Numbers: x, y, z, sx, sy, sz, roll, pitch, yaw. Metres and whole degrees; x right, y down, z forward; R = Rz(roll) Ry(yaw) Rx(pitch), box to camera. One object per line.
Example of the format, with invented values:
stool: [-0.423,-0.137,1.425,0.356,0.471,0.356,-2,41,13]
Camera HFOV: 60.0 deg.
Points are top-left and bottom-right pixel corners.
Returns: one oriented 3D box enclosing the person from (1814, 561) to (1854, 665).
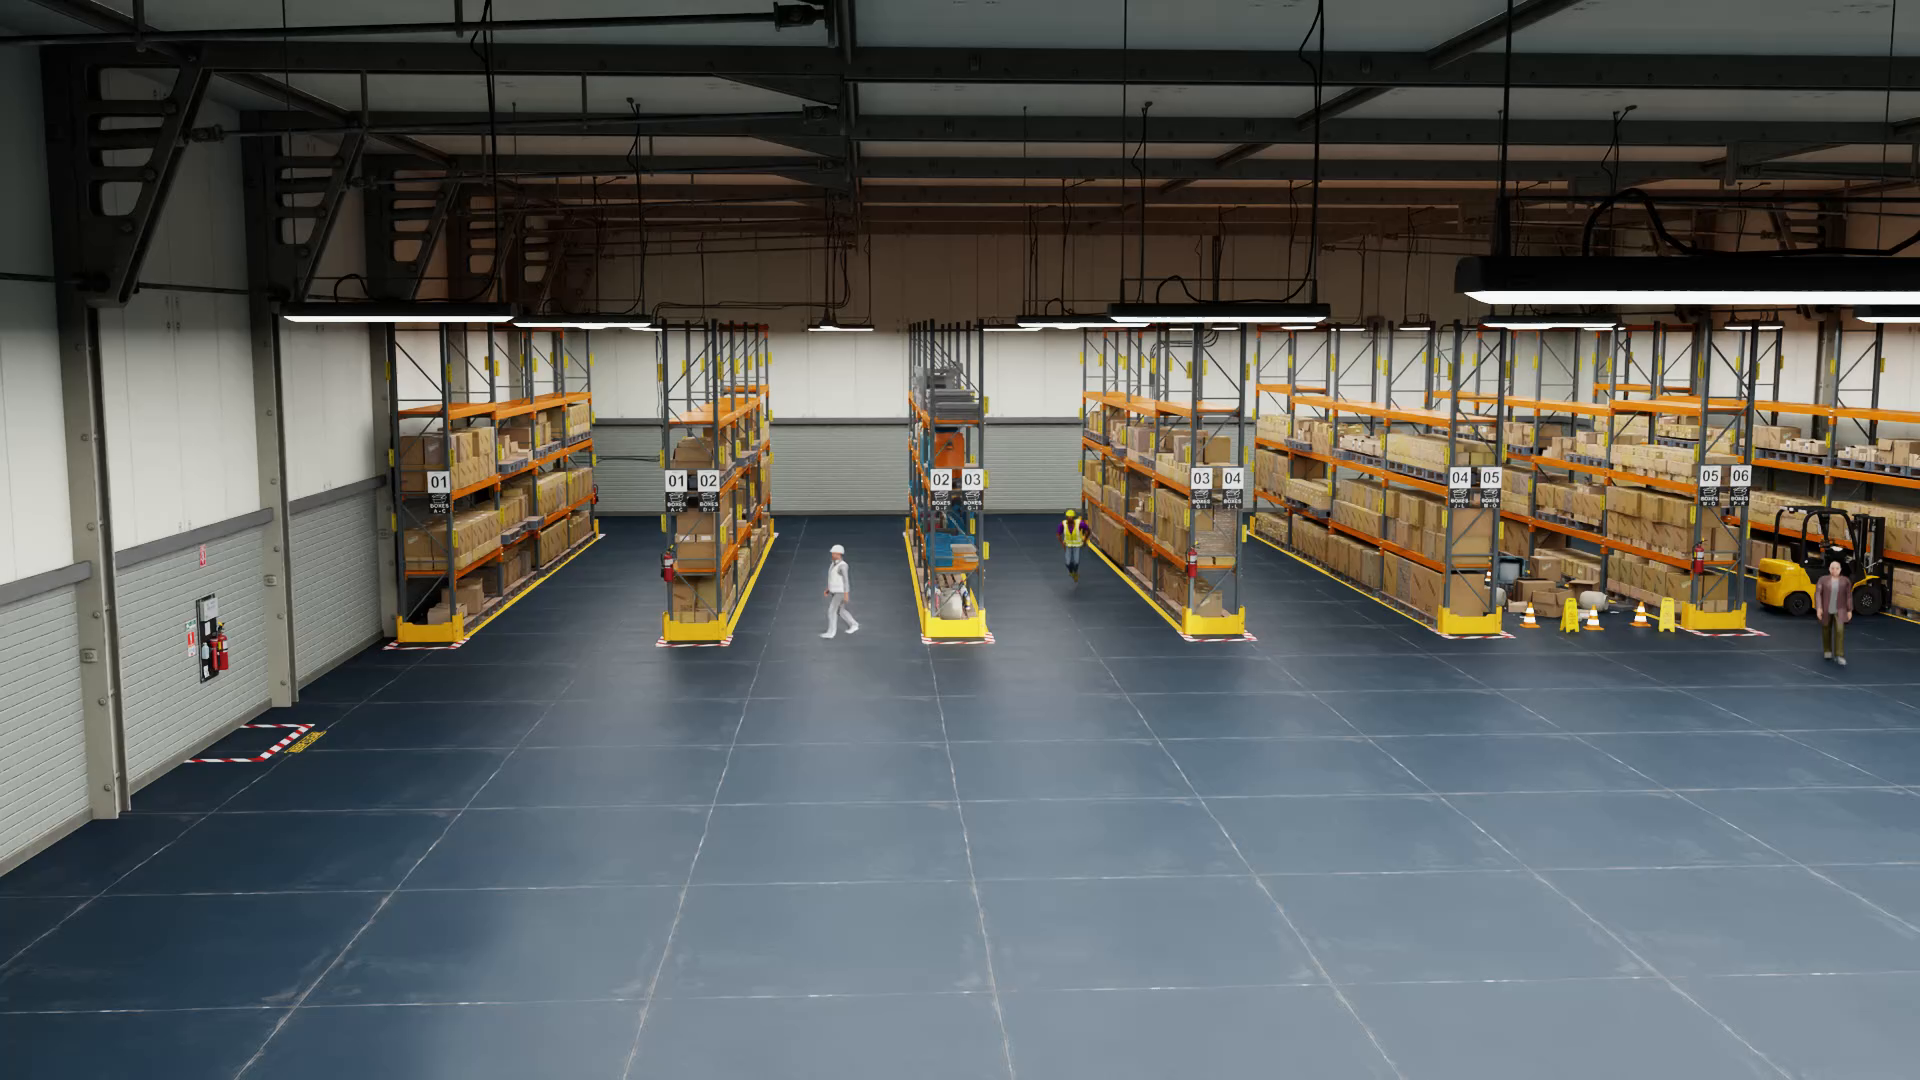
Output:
person: [15.259,1.249,29.062,0.621,1.744,0.985,4,8,30]

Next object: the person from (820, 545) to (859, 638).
person: [-2.305,0.966,31.584,0.856,1.751,0.523,-3,8,-22]

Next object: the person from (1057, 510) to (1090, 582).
person: [2.542,0.129,37.275,0.748,1.656,0.724,1,7,7]
